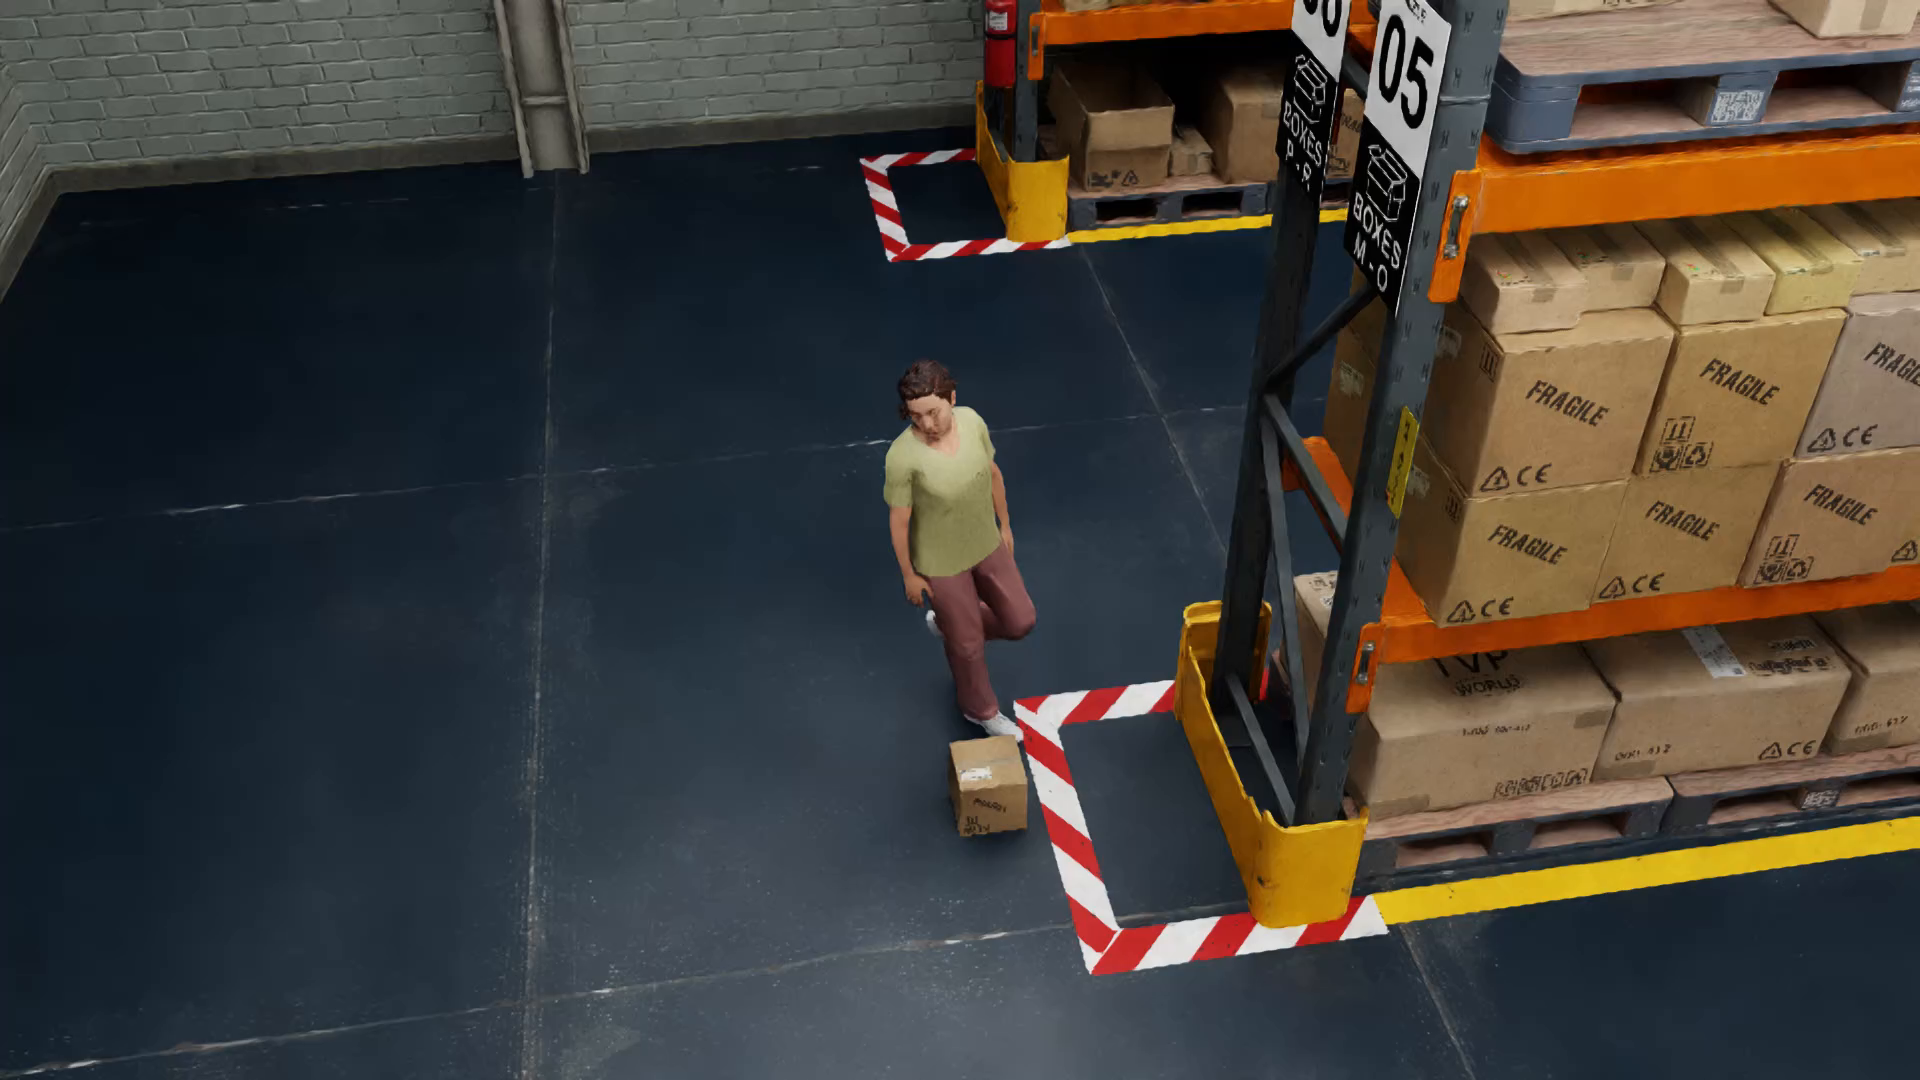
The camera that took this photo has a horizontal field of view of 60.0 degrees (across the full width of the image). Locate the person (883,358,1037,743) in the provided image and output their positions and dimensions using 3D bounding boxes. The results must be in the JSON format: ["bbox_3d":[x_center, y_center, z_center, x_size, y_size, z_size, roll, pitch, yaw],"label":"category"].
[{"bbox_3d":[-0.016,0.156,6.176,0.495,1.403,0.578,-27,46,-30],"label":"person"}]
